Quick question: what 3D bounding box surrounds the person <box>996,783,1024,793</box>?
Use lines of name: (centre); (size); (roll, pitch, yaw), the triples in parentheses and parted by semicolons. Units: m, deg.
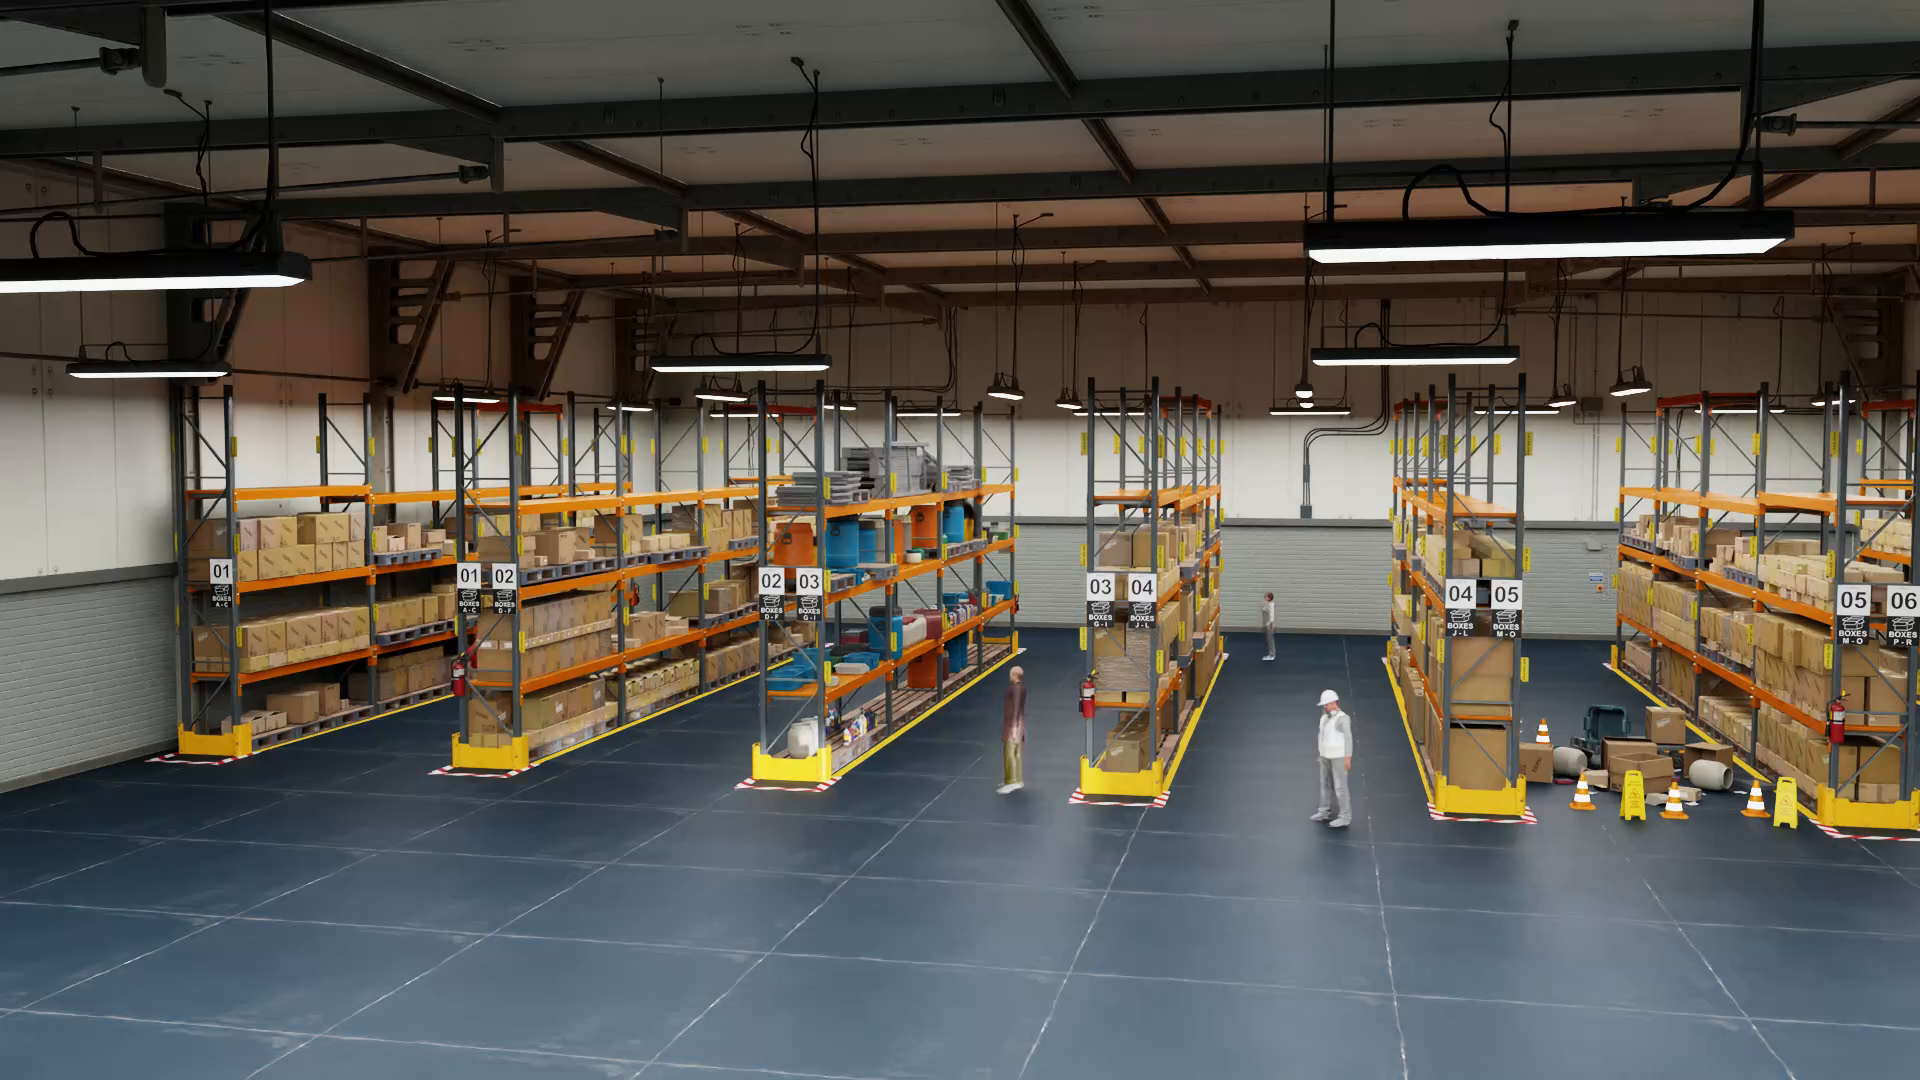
person: (0.753, 2.887, 24.310); (0.395, 1.569, 0.643); (1, 3, 14)

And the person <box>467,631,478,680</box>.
person: (-8.556, 2.475, 29.771); (0.361, 1.735, 0.651); (2, 4, 31)

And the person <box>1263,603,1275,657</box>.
person: (7.250, 2.101, 39.067); (0.312, 1.282, 0.431); (0, 3, 1)

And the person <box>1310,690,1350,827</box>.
person: (4.932, 2.875, 22.111); (0.428, 1.769, 0.579); (-1, 3, -22)
